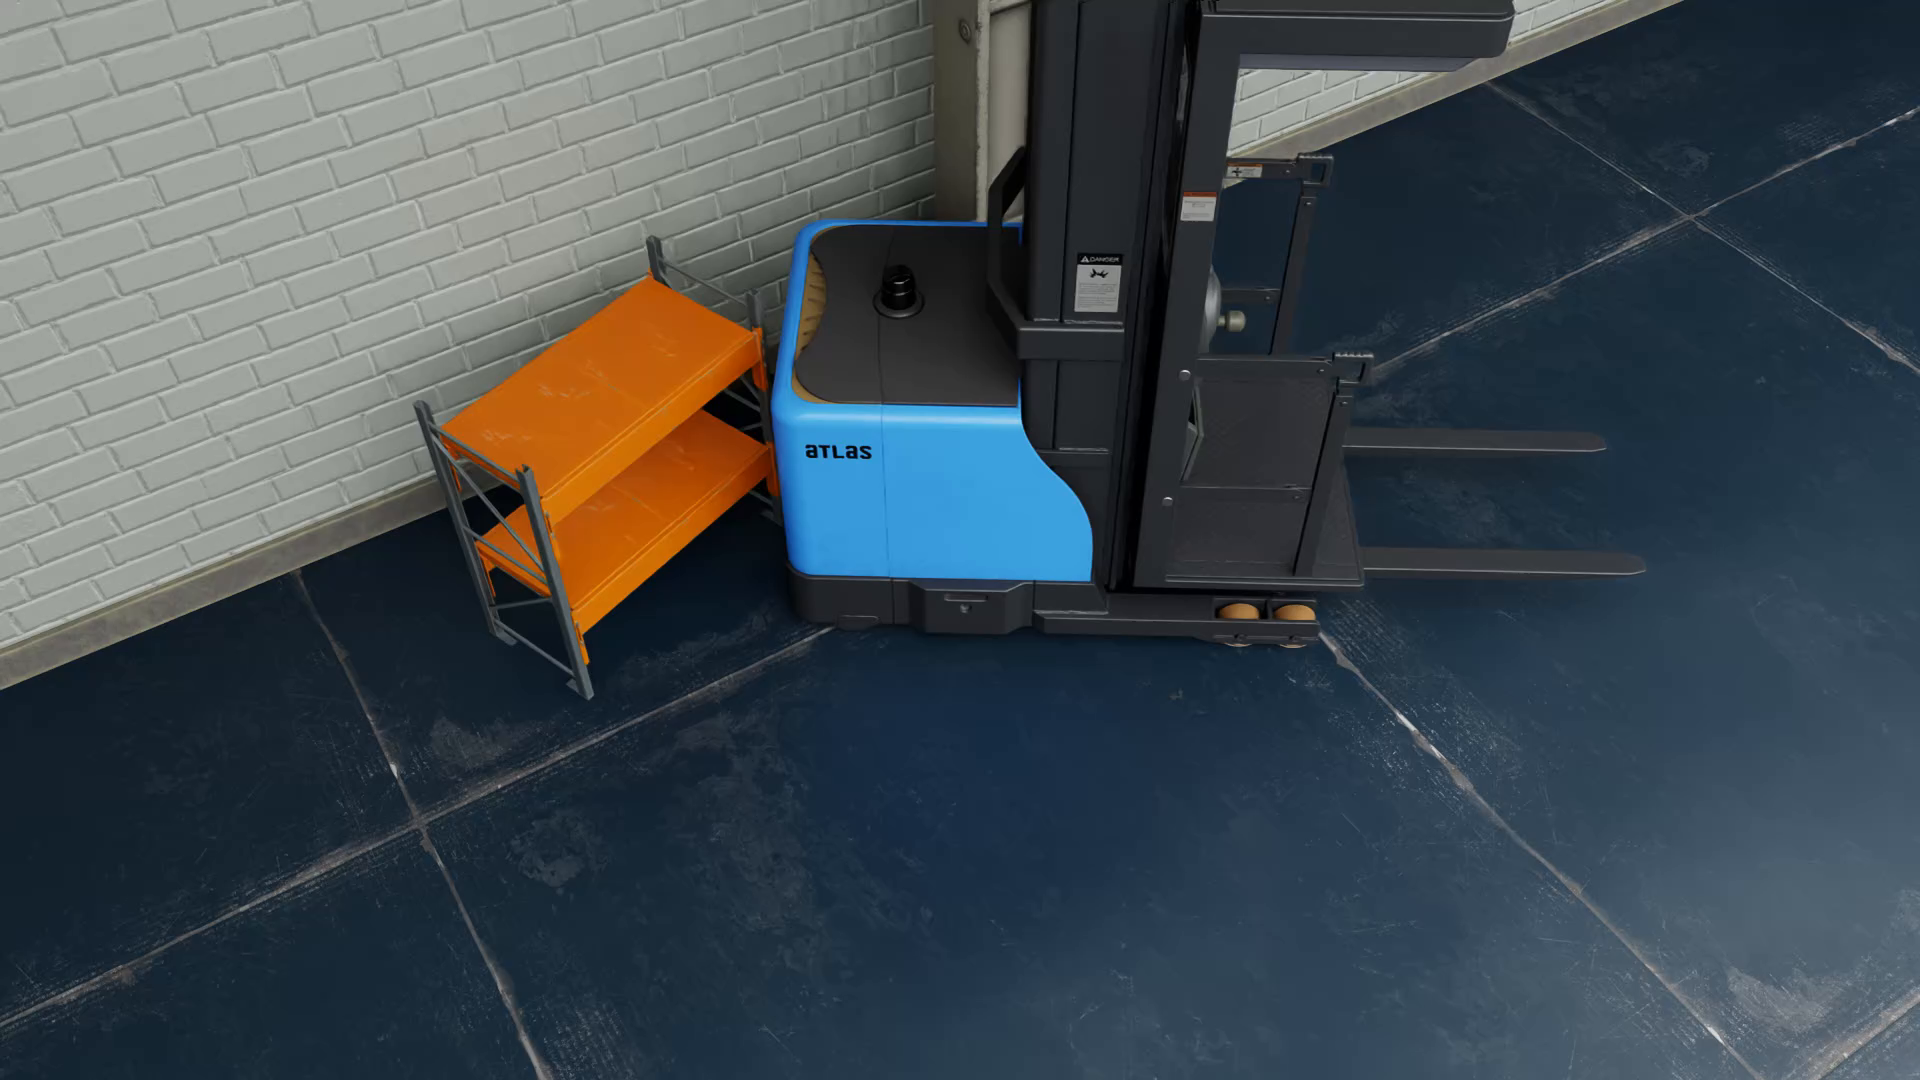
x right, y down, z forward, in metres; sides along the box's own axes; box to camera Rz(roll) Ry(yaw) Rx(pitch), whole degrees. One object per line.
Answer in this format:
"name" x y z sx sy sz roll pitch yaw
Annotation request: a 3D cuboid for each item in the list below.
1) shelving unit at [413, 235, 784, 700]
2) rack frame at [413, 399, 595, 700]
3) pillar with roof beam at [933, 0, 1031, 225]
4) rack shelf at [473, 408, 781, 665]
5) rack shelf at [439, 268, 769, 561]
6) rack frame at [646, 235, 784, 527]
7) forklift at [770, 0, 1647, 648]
"shelving unit" -1.169 -0.243 5.713 0.538 1.125 1.048 30 55 24
"rack frame" -1.476 0.060 5.444 0.500 1.125 0.032 30 55 24
"pillar with roof beam" 2.443 -1.290 1.373 0.400 9.000 9.100 -25 53 -21
"rack shelf" -1.169 -0.080 5.895 0.538 0.278 1.000 30 55 24
"rack shelf" -1.169 -0.437 5.494 0.538 0.278 1.000 30 55 24
"rack frame" -0.862 -0.545 5.982 0.500 1.125 0.032 30 55 24
"forklift" 0.915 -0.997 5.176 3.031 2.935 1.130 1 48 1
